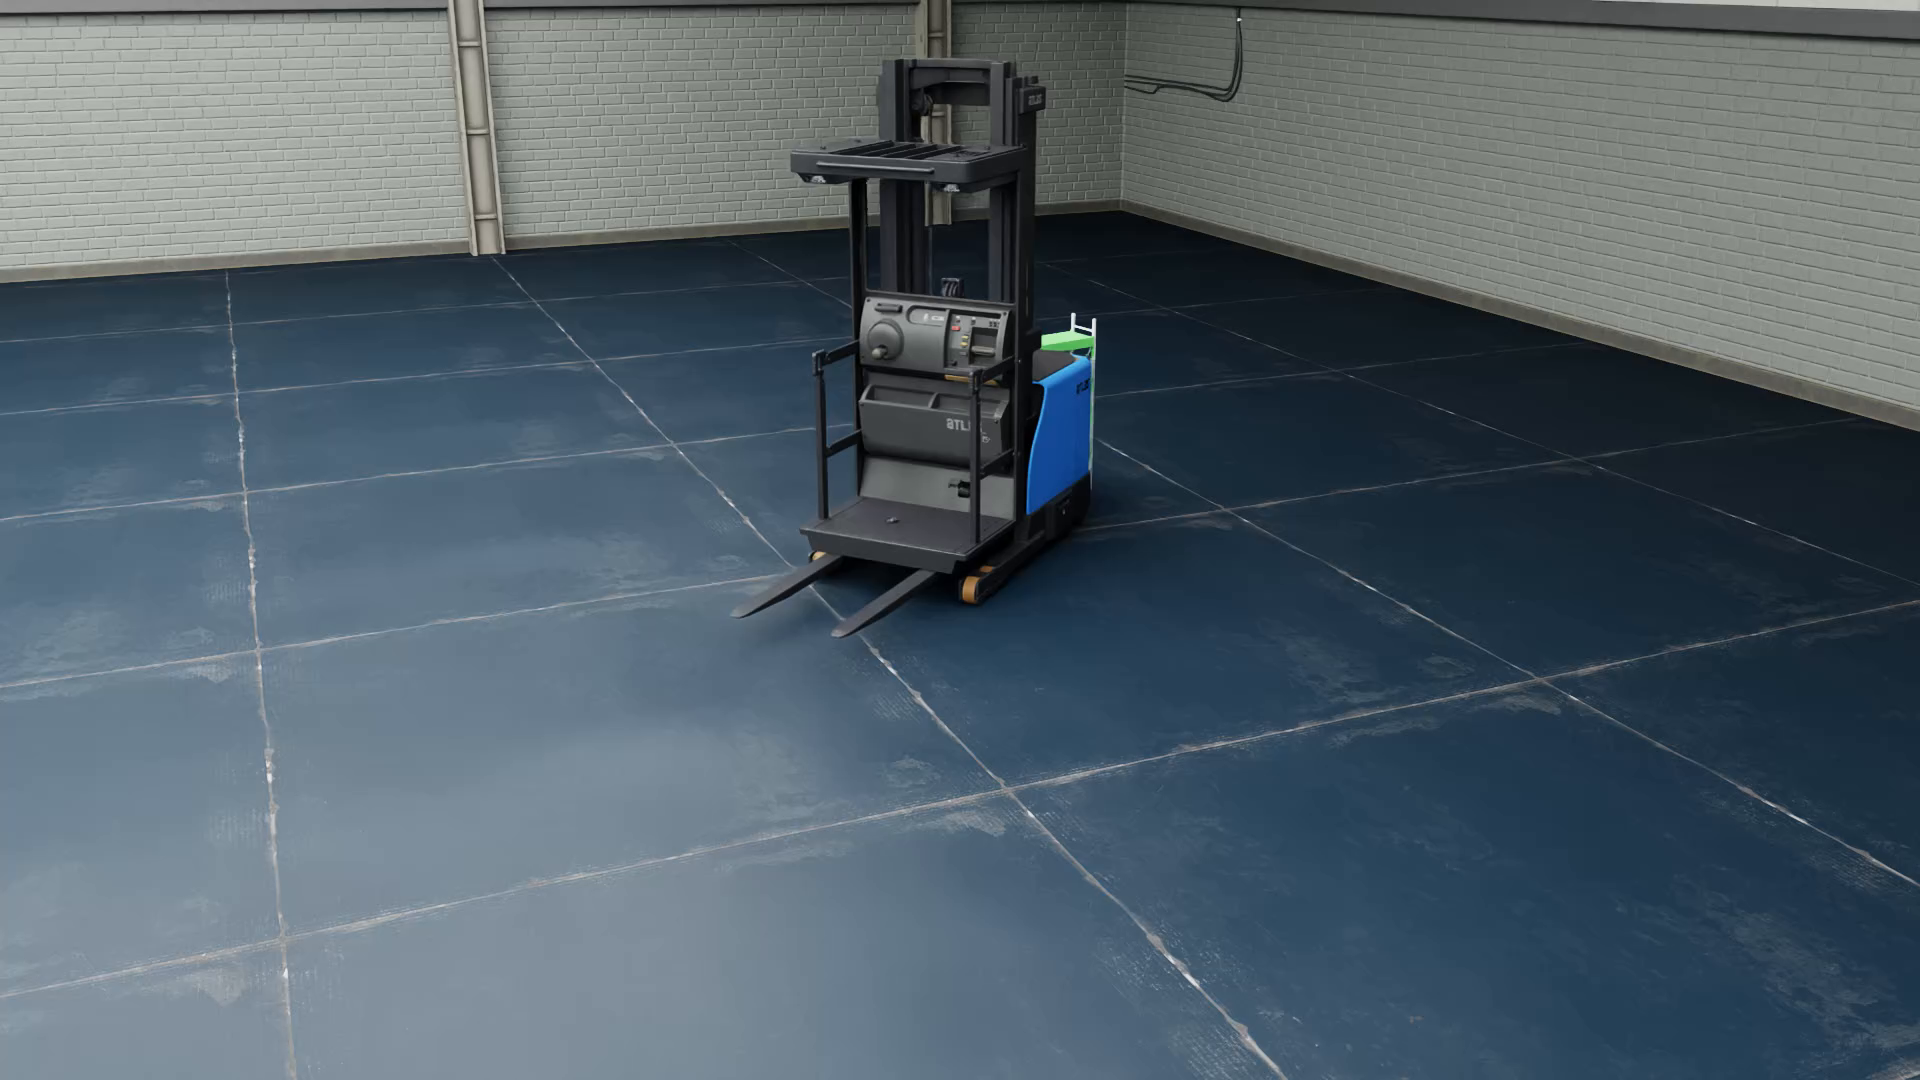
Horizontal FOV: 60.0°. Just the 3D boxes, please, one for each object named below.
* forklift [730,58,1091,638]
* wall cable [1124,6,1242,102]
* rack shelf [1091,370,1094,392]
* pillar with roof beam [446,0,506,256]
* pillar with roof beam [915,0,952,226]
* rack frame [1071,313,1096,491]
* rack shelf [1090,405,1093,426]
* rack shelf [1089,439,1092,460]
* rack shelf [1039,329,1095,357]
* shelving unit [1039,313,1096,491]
[{"bbox_3d":[-0.245,-1.178,9.455,1.130,2.935,3.031,9,21,24],"label":"forklift"},{"bbox_3d":[2.876,-7.118,21.865,0.112,2.526,3.097,-8,21,-22],"label":"wall cable"},{"bbox_3d":[0.635,-1.058,11.191,0.480,0.148,0.258,-13,23,-33],"label":"rack shelf"},{"bbox_3d":[-4.157,-6.497,15.423,0.400,9.000,9.100,-8,21,-22],"label":"pillar with roof beam"},{"bbox_3d":[1.352,-7.286,17.665,0.400,9.000,9.100,-8,21,-22],"label":"pillar with roof beam"},{"bbox_3d":[0.833,-0.940,11.384,0.015,1.200,0.240,-13,23,-33],"label":"rack frame"},{"bbox_3d":[0.635,-0.832,11.271,0.480,0.148,0.258,-13,23,-33],"label":"rack shelf"},{"bbox_3d":[0.635,-0.606,11.351,0.480,0.148,0.258,-13,23,-33],"label":"rack shelf"},{"bbox_3d":[0.635,-1.285,11.112,0.480,0.148,0.258,-13,23,-33],"label":"rack shelf"},{"bbox_3d":[0.635,-0.892,11.250,0.503,1.200,0.258,-13,23,-33],"label":"shelving unit"}]
